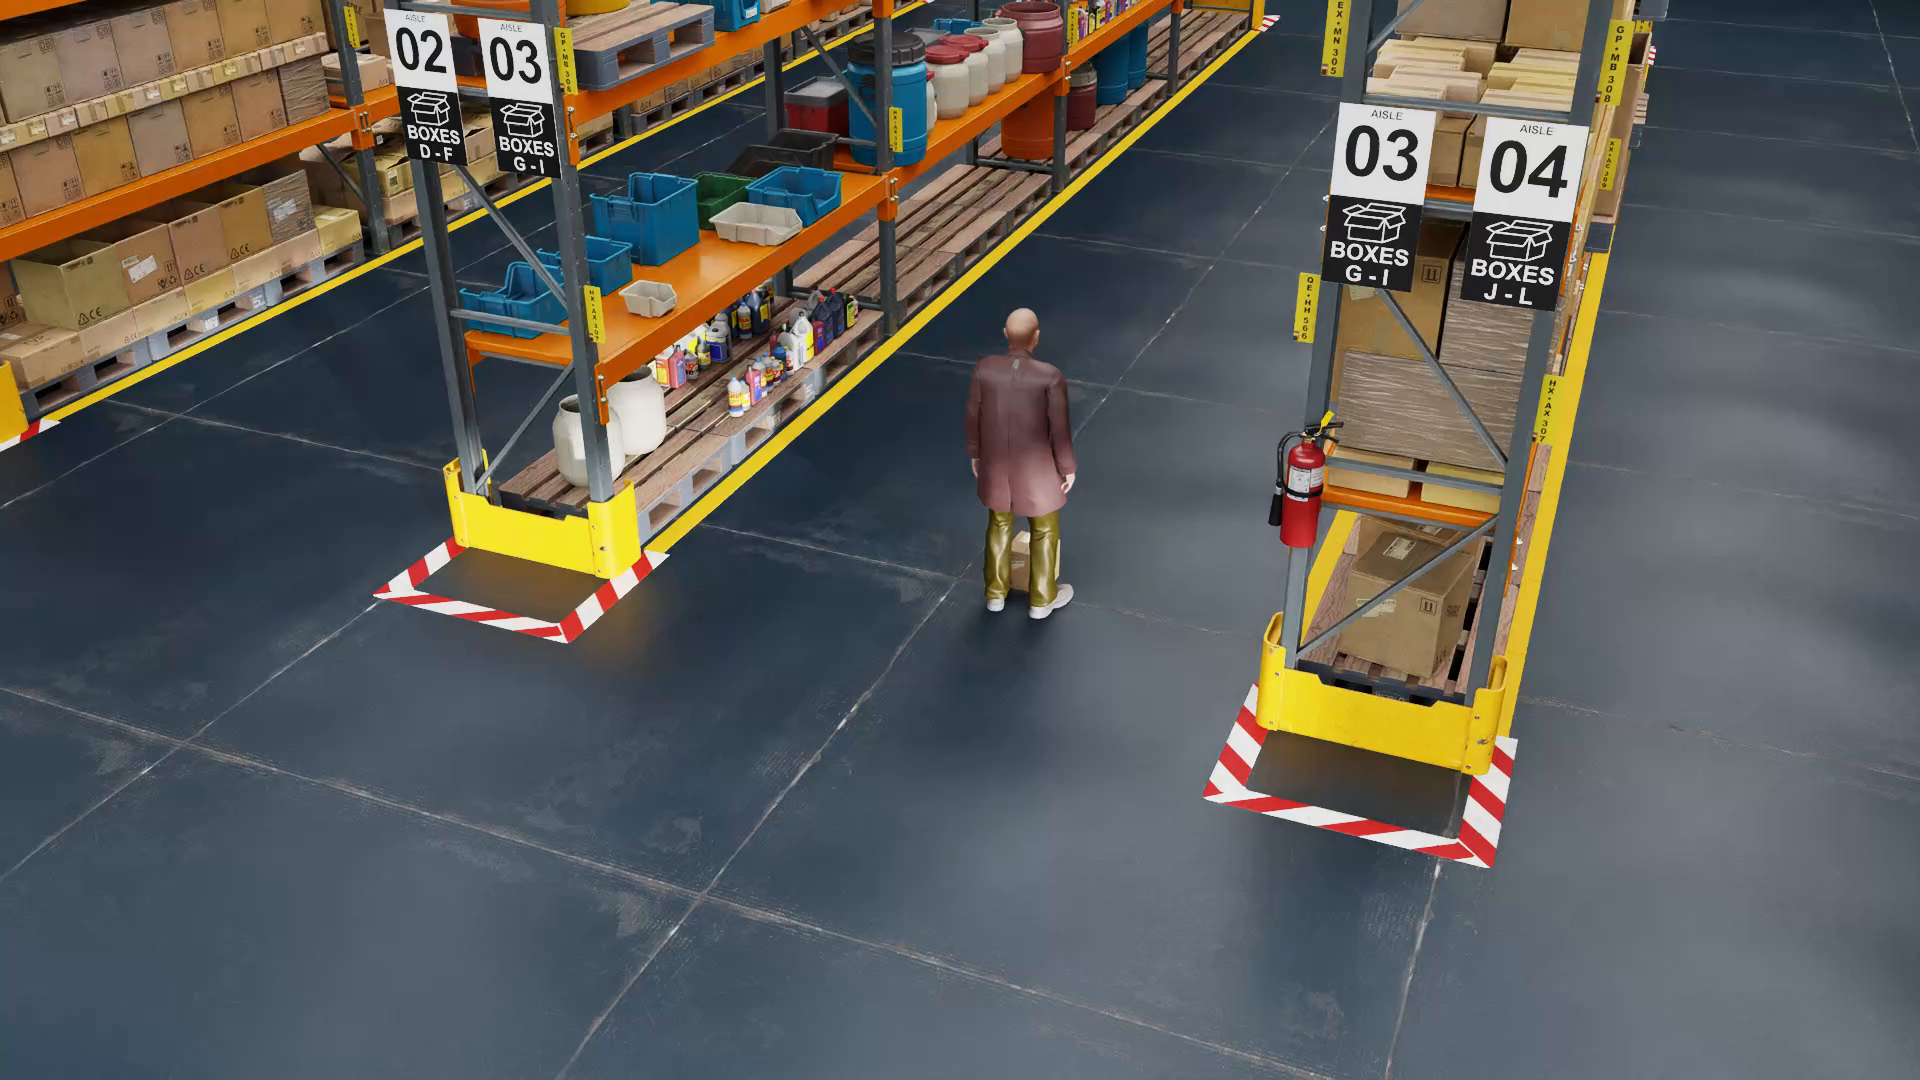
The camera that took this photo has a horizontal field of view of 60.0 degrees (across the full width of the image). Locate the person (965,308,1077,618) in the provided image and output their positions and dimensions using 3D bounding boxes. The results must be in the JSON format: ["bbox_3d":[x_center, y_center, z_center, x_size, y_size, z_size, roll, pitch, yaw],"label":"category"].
[{"bbox_3d":[0.333,-0.418,9.166,0.643,1.774,0.424,11,31,20],"label":"person"}]
